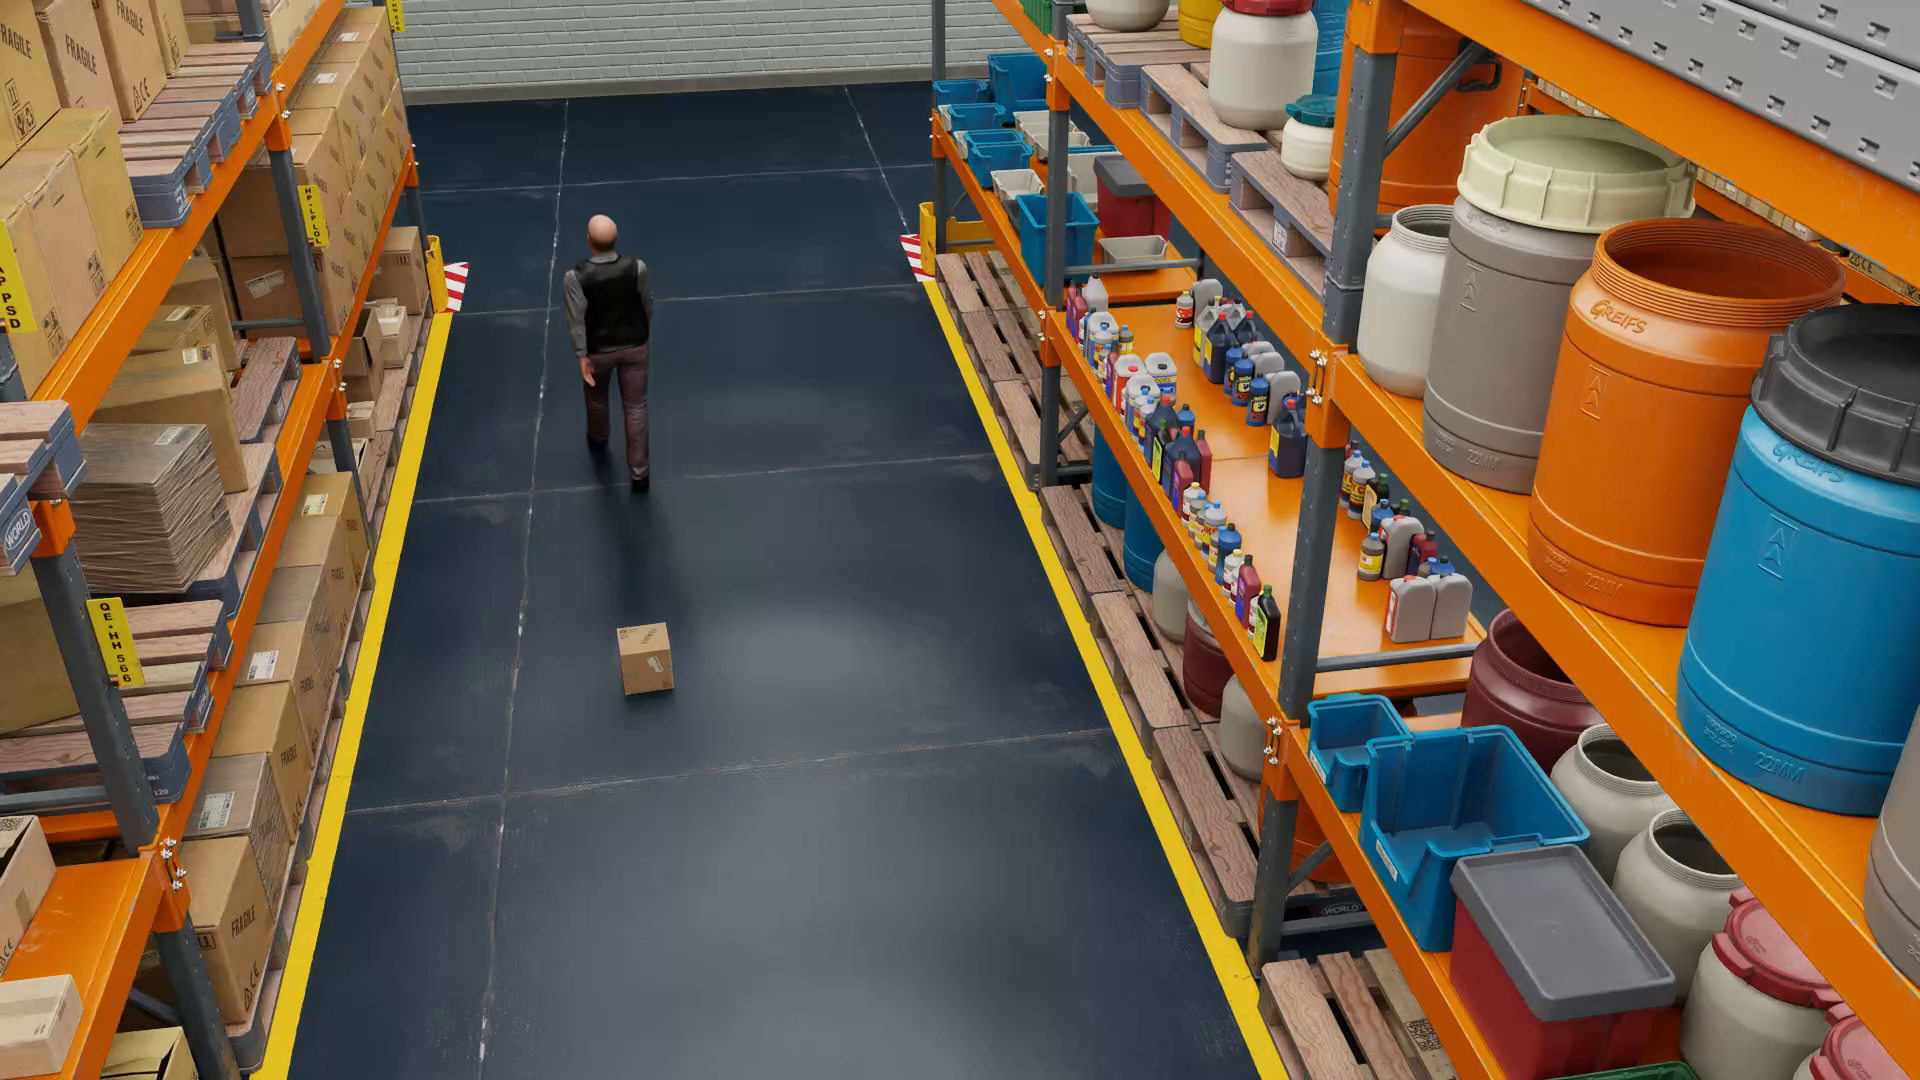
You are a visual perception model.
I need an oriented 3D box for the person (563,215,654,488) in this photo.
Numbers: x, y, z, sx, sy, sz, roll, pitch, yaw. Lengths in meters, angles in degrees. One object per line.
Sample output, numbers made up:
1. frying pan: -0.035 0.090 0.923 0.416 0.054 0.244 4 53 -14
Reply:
1. person: -2.144 -1.248 10.255 0.539 1.673 0.949 -8 32 -14
